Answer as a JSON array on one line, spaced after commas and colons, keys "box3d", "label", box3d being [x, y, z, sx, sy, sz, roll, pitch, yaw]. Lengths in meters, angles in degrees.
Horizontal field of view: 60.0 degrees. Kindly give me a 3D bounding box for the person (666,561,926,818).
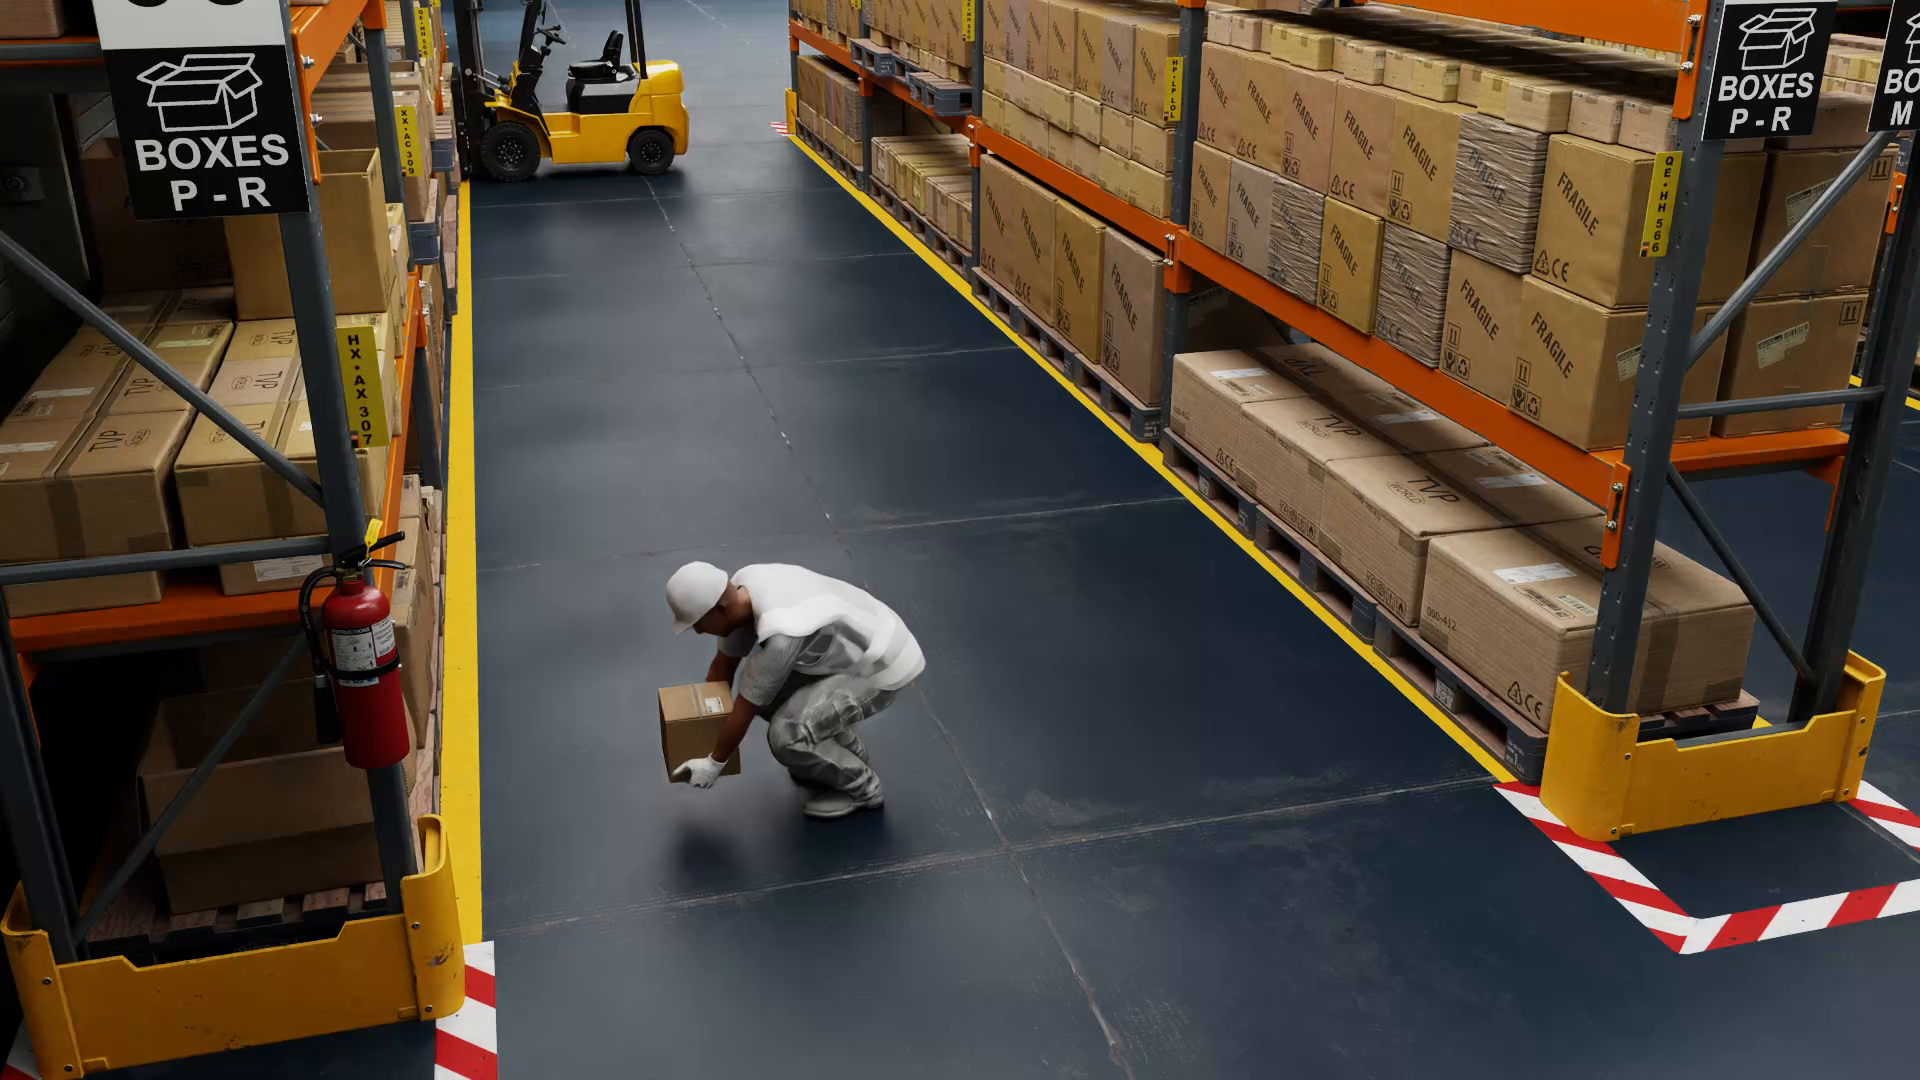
[{"box3d": [-0.589, 0.493, 5.915, 0.930, 1.000, 0.556, -7, 24, -16], "label": "person"}]
